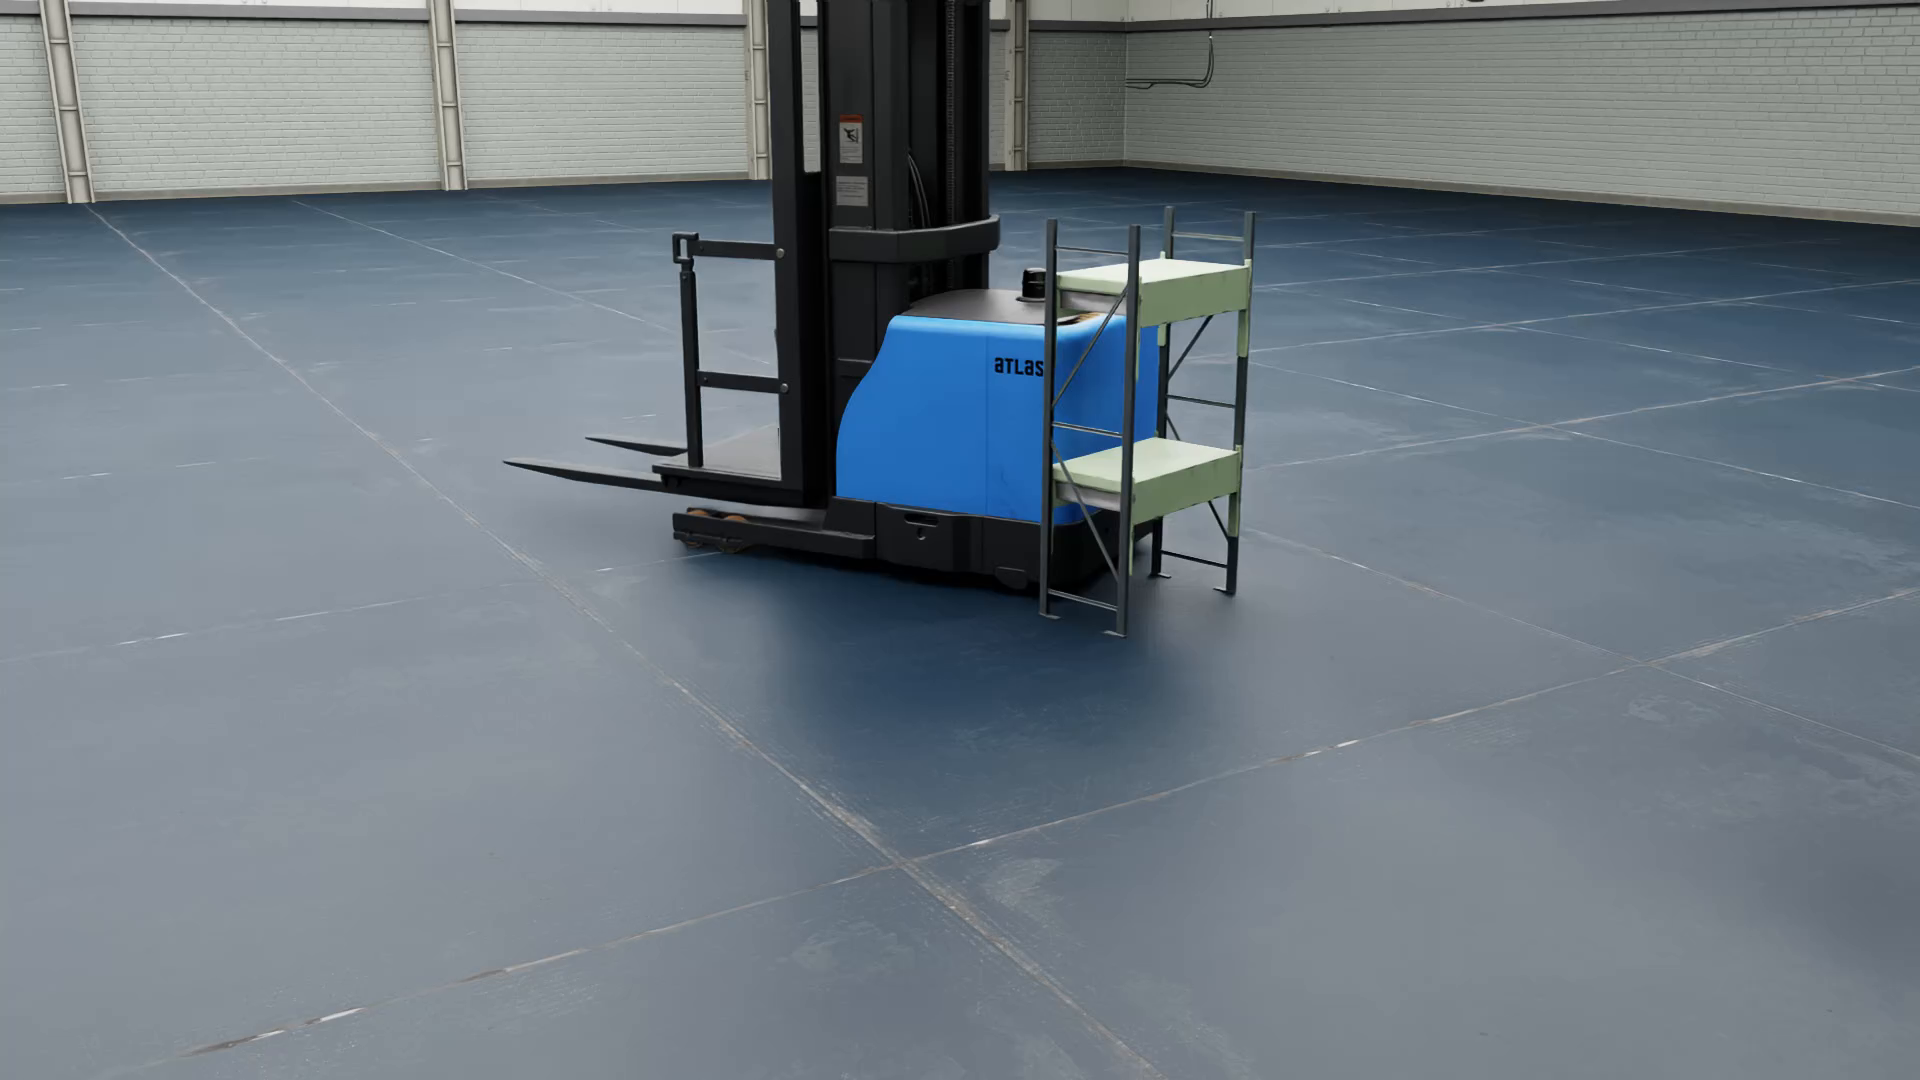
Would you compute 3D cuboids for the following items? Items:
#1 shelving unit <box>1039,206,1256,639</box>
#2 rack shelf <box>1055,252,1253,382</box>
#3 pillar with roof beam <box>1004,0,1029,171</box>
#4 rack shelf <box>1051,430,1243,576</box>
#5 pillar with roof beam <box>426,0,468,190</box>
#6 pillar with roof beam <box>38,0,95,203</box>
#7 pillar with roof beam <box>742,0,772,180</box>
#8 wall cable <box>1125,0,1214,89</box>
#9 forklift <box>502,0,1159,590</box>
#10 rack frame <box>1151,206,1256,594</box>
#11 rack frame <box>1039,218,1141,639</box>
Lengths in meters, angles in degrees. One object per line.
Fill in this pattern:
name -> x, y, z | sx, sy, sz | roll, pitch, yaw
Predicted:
shelving unit -> 0.707, -0.471, 6.305 | 0.431, 1.500, 0.755 | 14, 21, 40
rack shelf -> 0.709, -0.846, 6.198 | 0.431, 0.370, 0.720 | 14, 21, 40
pillar with roof beam -> 3.419, -11.306, 31.072 | 0.400, 9.000, 9.100 | -9, 18, -30
rack shelf -> 0.706, -0.157, 6.394 | 0.431, 0.370, 0.720 | 14, 21, 40
pillar with roof beam -> -6.867, -9.638, 25.121 | 0.400, 9.000, 9.100 | -9, 18, -30
pillar with roof beam -> -12.010, -8.804, 22.146 | 0.400, 9.000, 9.100 | -9, 18, -30
pillar with roof beam -> -1.724, -10.472, 28.097 | 0.400, 9.000, 9.100 | -9, 18, -30
wall cable -> 4.409, -10.911, 35.414 | 0.112, 2.526, 3.097 | -9, 18, -30
forklift -> -0.686, -1.470, 7.223 | 3.031, 2.935, 1.130 | 8, 17, 26
rack frame -> 0.951, -0.544, 6.568 | 0.400, 1.500, 0.023 | 14, 21, 40
rack frame -> 0.463, -0.397, 6.043 | 0.400, 1.500, 0.023 | 14, 21, 40
